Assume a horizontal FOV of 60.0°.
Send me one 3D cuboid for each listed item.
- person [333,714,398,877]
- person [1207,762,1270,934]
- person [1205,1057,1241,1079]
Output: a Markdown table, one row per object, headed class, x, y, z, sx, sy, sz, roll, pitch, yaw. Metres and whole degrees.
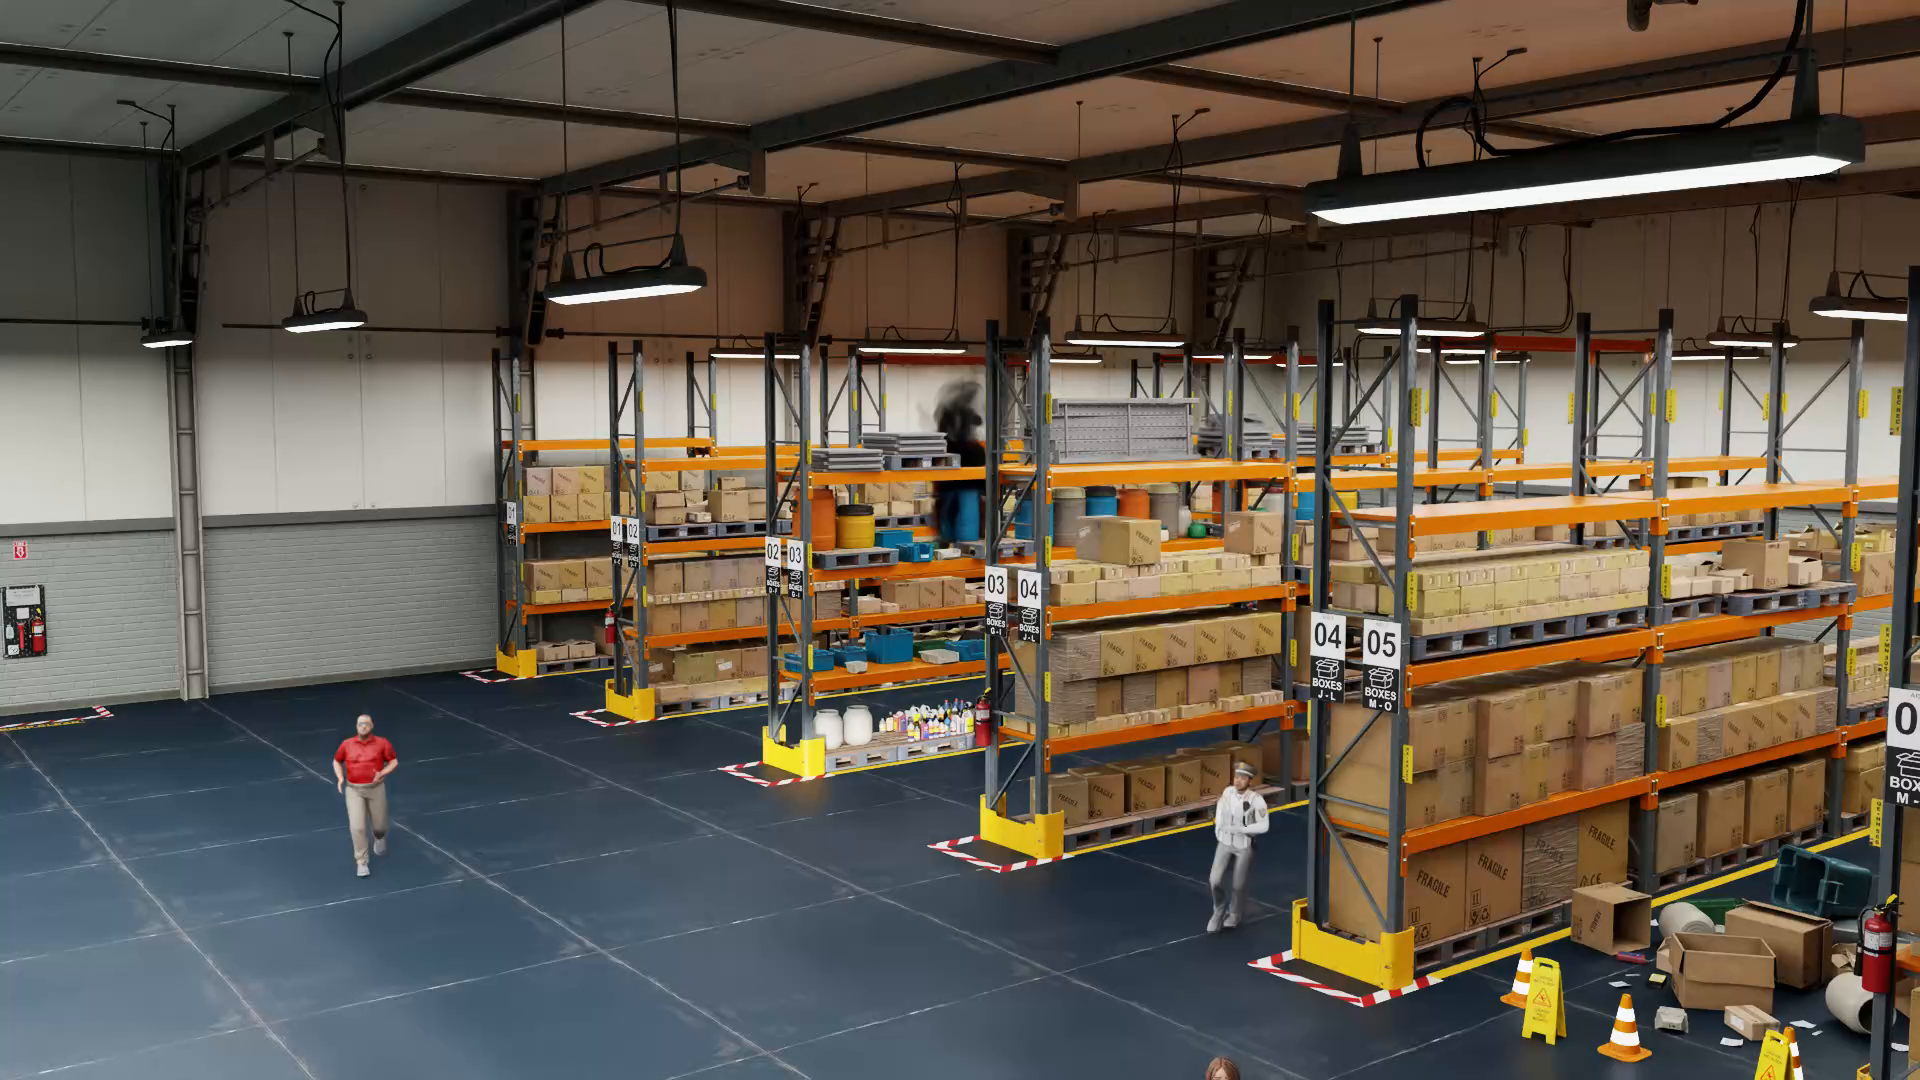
| class | x | y | z | sx | sy | sz | roll | pitch | yaw |
| --- | --- | --- | --- | --- | --- | --- | --- | --- | --- |
| person | -6.457 | 2.738 | 18.066 | 0.675 | 1.681 | 0.809 | -1 | 5 | -16 |
| person | 2.676 | 2.944 | 15.903 | 0.609 | 1.699 | 0.571 | 3 | 6 | 29 |
| person | 1.428 | 3.569 | 9.085 | 0.538 | 1.576 | 0.804 | 1 | 5 | 9 |
